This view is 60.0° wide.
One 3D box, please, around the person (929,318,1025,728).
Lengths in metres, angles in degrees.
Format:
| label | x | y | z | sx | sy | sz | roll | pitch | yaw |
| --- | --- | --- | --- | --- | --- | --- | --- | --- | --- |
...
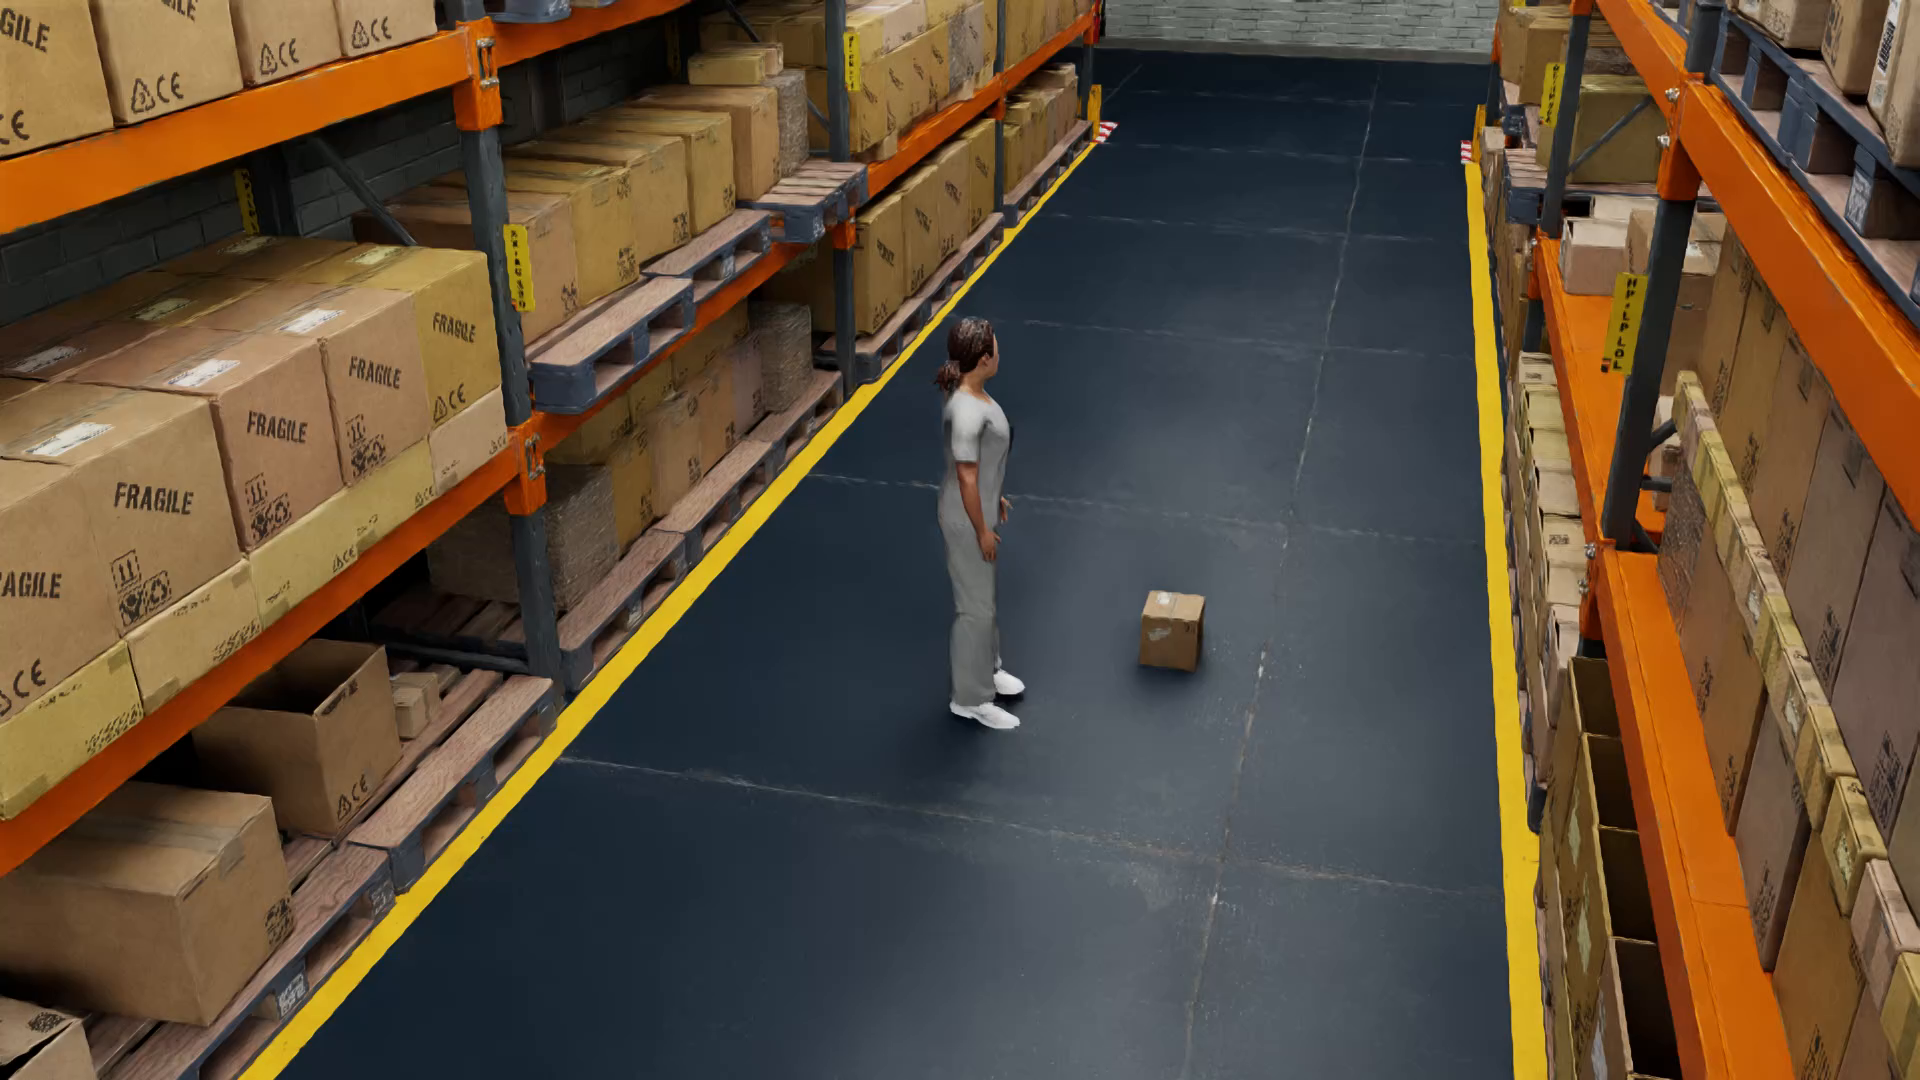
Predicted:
| label | x | y | z | sx | sy | sz | roll | pitch | yaw |
| --- | --- | --- | --- | --- | --- | --- | --- | --- | --- |
| person | 0.078 | -0.075 | 6.765 | 0.398 | 1.708 | 0.481 | 0 | 25 | 0 |
